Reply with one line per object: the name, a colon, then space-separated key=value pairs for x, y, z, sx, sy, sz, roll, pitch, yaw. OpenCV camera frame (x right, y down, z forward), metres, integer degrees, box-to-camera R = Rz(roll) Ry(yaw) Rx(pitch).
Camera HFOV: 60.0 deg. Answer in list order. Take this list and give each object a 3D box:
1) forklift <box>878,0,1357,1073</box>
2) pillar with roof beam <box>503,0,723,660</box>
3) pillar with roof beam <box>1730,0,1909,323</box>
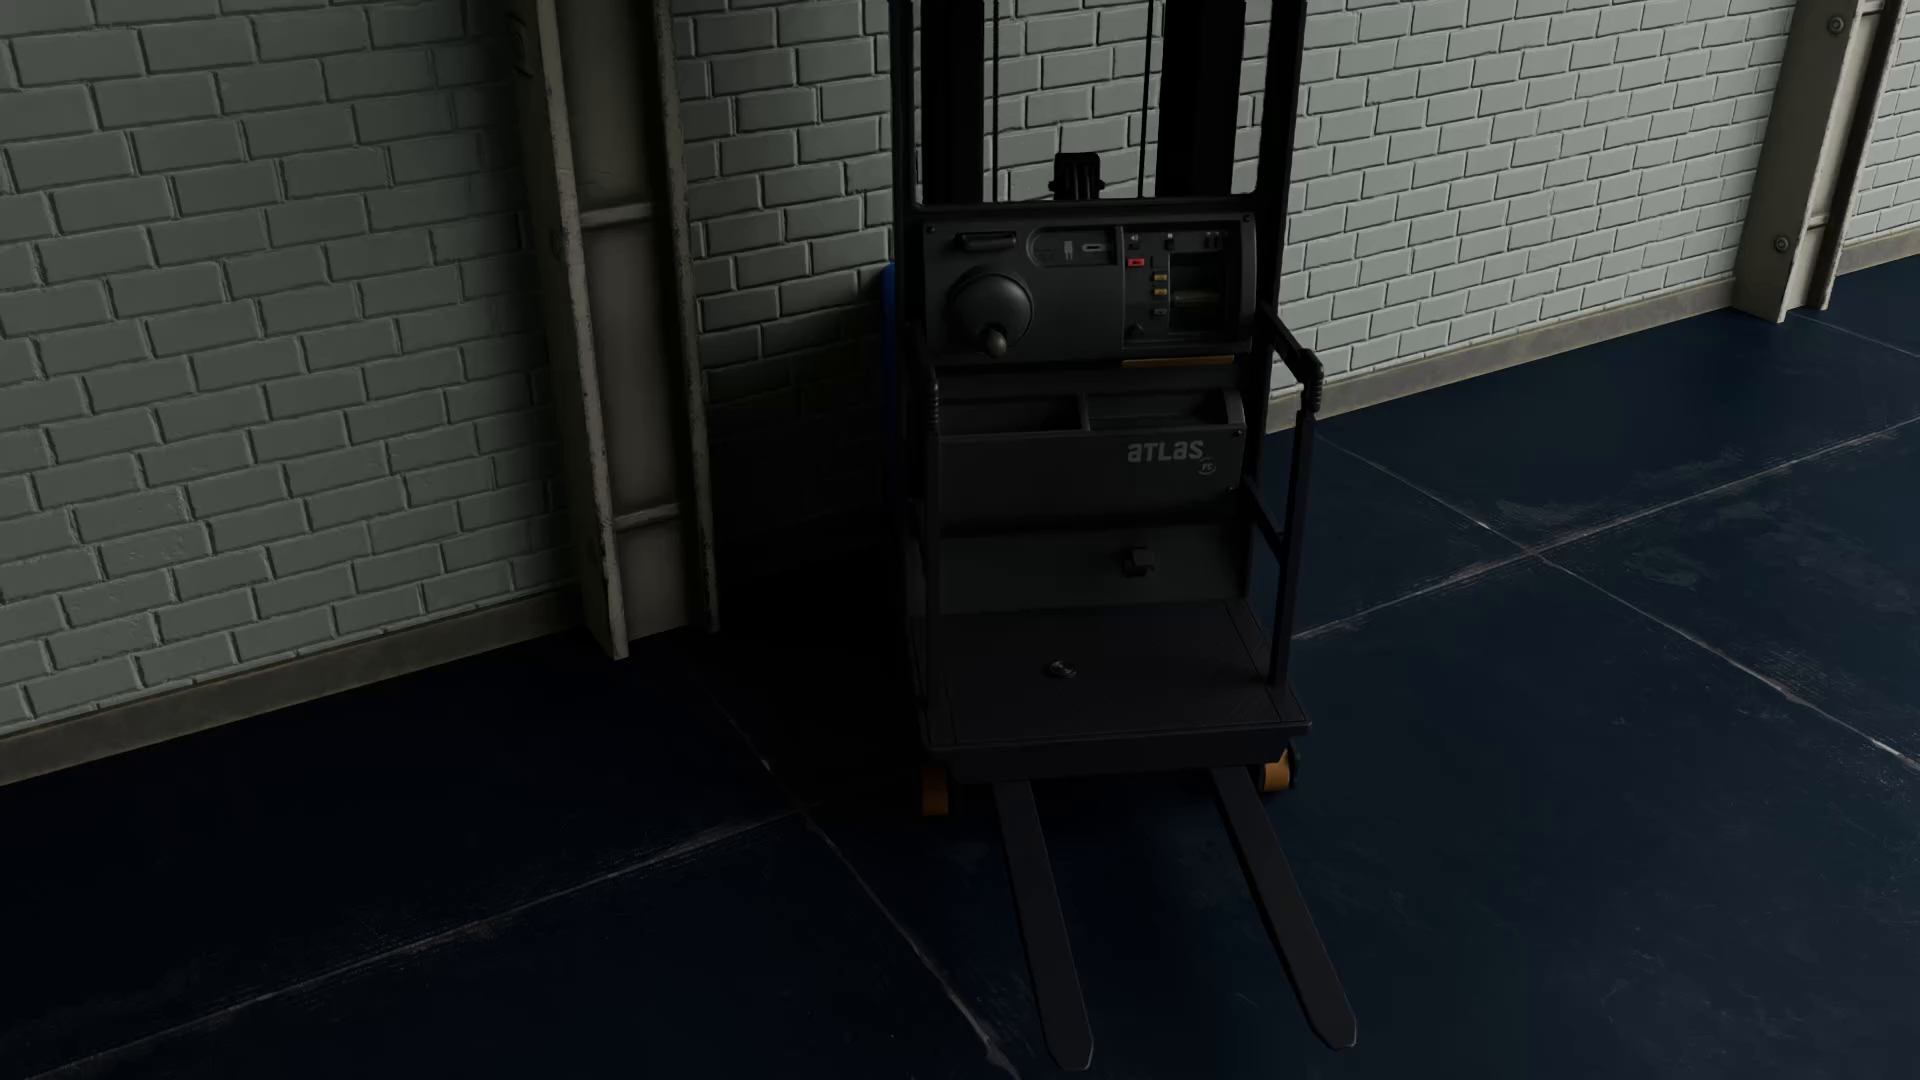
forklift: x=0.387 y=-0.662 z=4.415 sx=1.130 sy=2.935 sz=3.031 roll=-3 pitch=29 yaw=-6
pillar with roof beam: x=1.122 y=-1.858 z=0.303 sx=0.400 sy=9.000 sz=9.100 roll=-16 pitch=33 yaw=-26
pillar with roof beam: x=6.295 y=-3.326 z=2.964 sx=0.400 sy=9.000 sz=9.100 roll=-16 pitch=33 yaw=-26
